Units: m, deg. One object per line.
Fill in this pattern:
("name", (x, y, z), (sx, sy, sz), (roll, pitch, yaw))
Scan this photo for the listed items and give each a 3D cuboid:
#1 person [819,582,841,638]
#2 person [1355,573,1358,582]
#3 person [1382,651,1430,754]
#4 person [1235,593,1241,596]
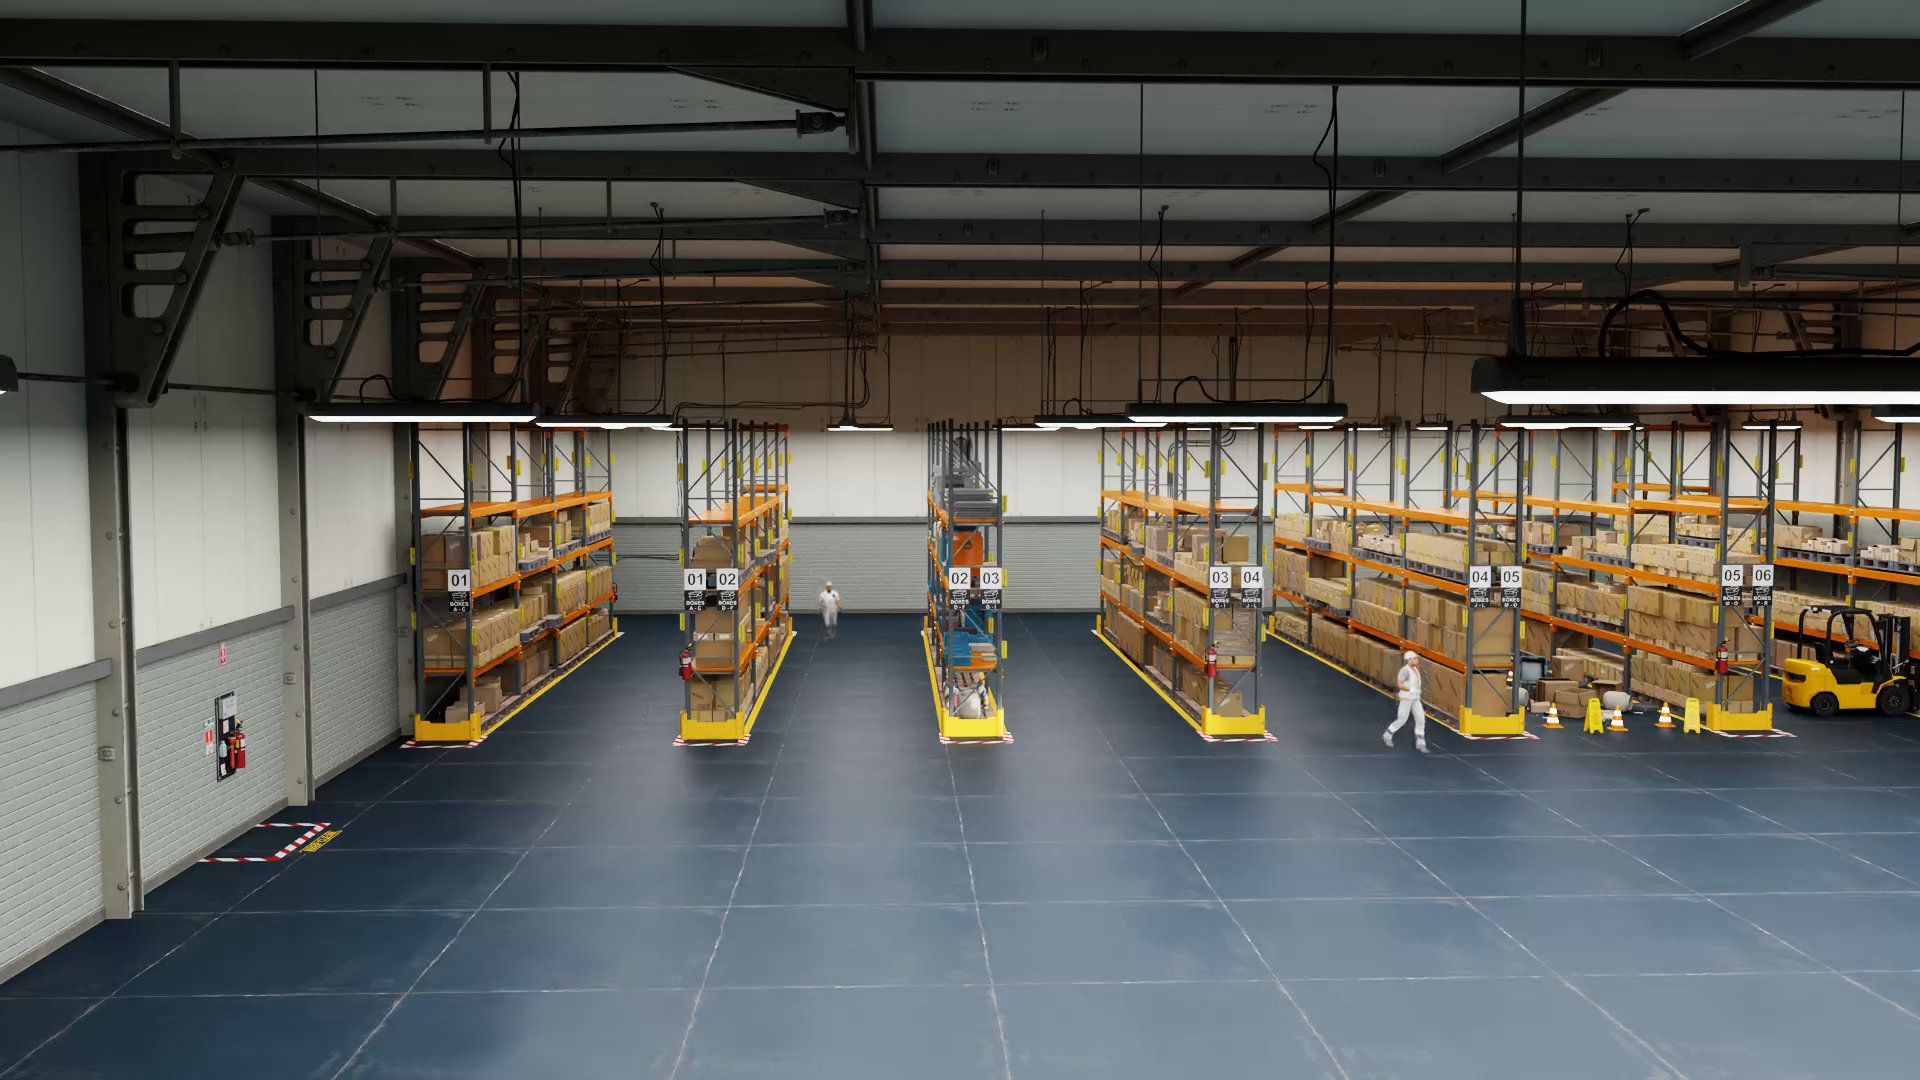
("person", (-3.545, 1.924, 45.389), (0.600, 1.542, 0.528), (0, 4, -7))
("person", (11.086, 1.894, 46.725), (0.676, 1.754, 0.831), (-1, 4, -8))
("person", (8.110, 2.901, 29.973), (0.698, 1.800, 0.945), (-3, 5, -41))
("person", (8.223, 1.786, 48.367), (0.690, 1.761, 0.824), (-3, 5, -37))
